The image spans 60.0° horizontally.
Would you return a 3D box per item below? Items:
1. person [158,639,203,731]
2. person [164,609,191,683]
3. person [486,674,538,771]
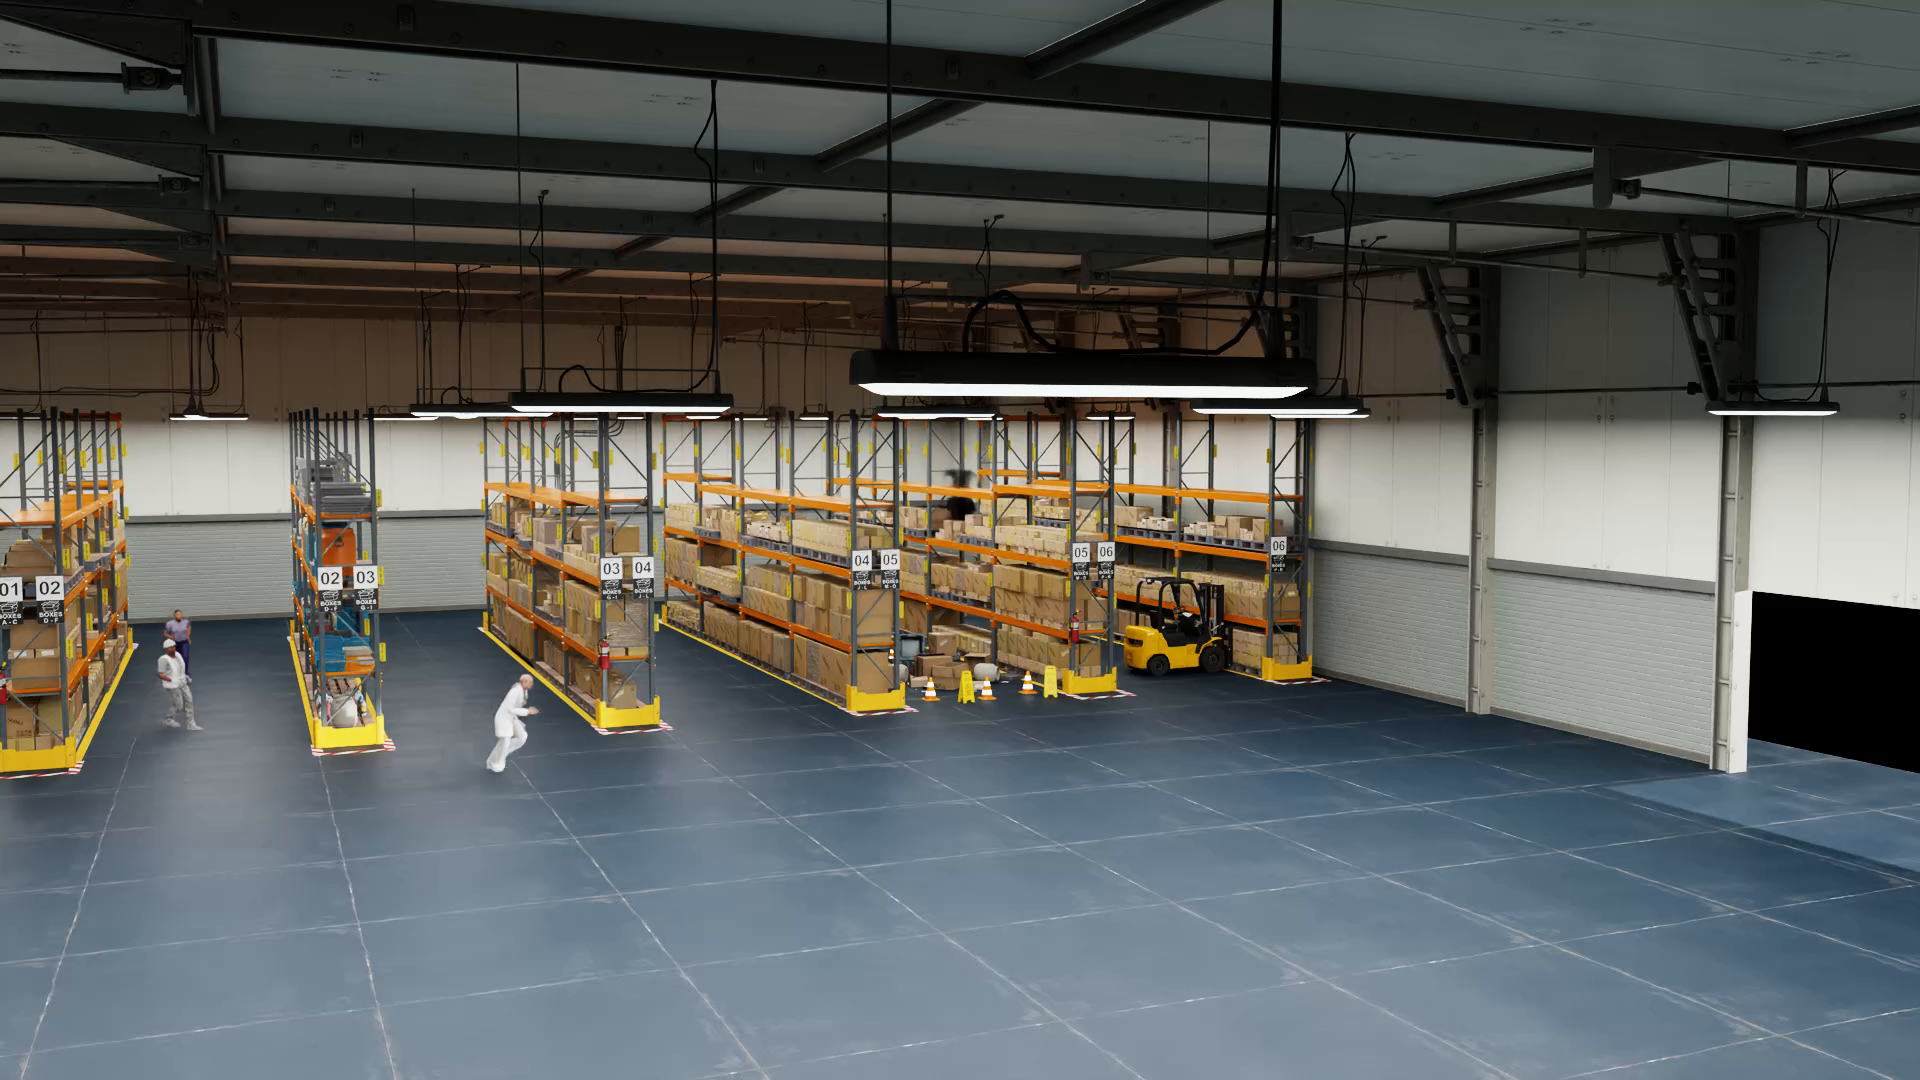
[{"bbox_3d":[-14.493,2.688,30.696,0.767,1.745,0.681,1,4,12],"label":"person"},{"bbox_3d":[-17.248,2.353,36.675,0.557,1.634,0.931,-2,5,-30],"label":"person"},{"bbox_3d":[-7.367,2.996,27.427,0.950,1.602,0.742,1,4,8],"label":"person"}]
